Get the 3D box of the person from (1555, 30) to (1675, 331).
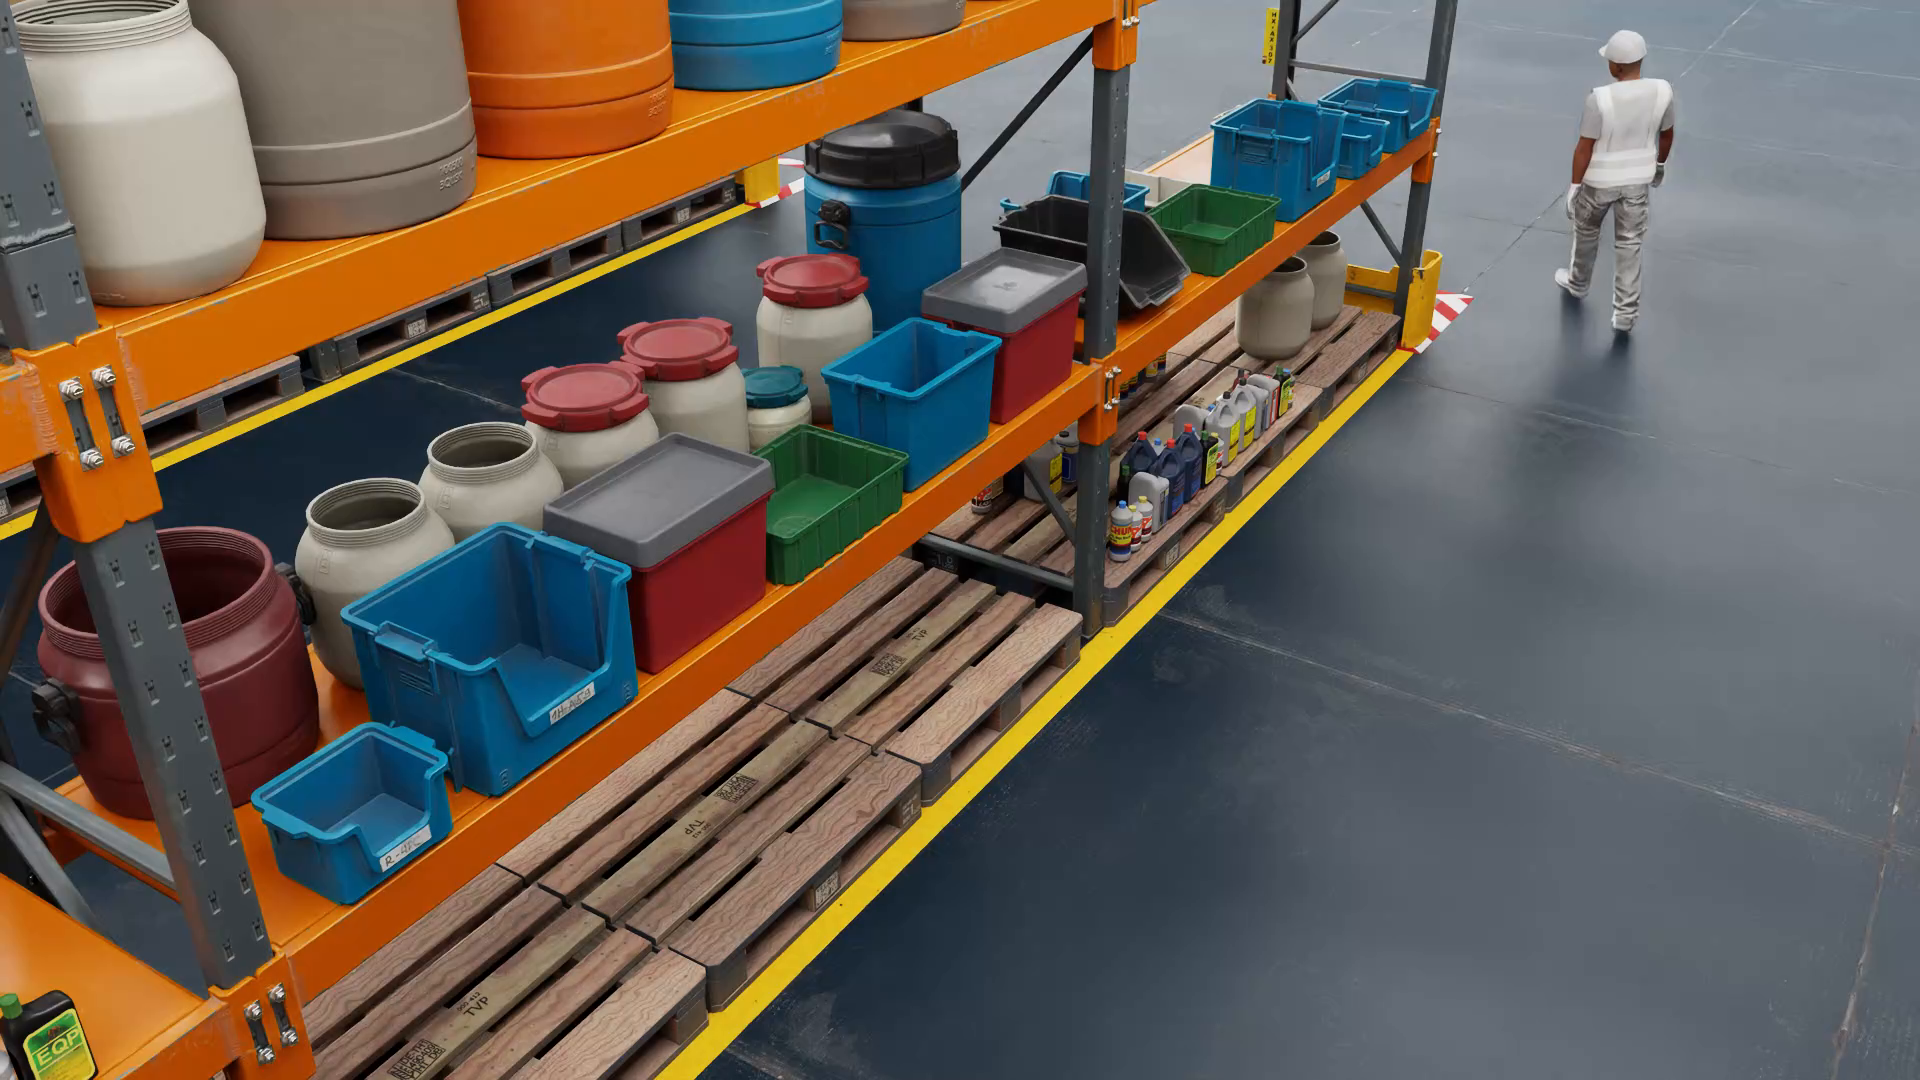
[{"bbox_3d":[3.940,-2.190,9.987,0.637,1.733,1.002,2,30,3],"label":"person"}]
